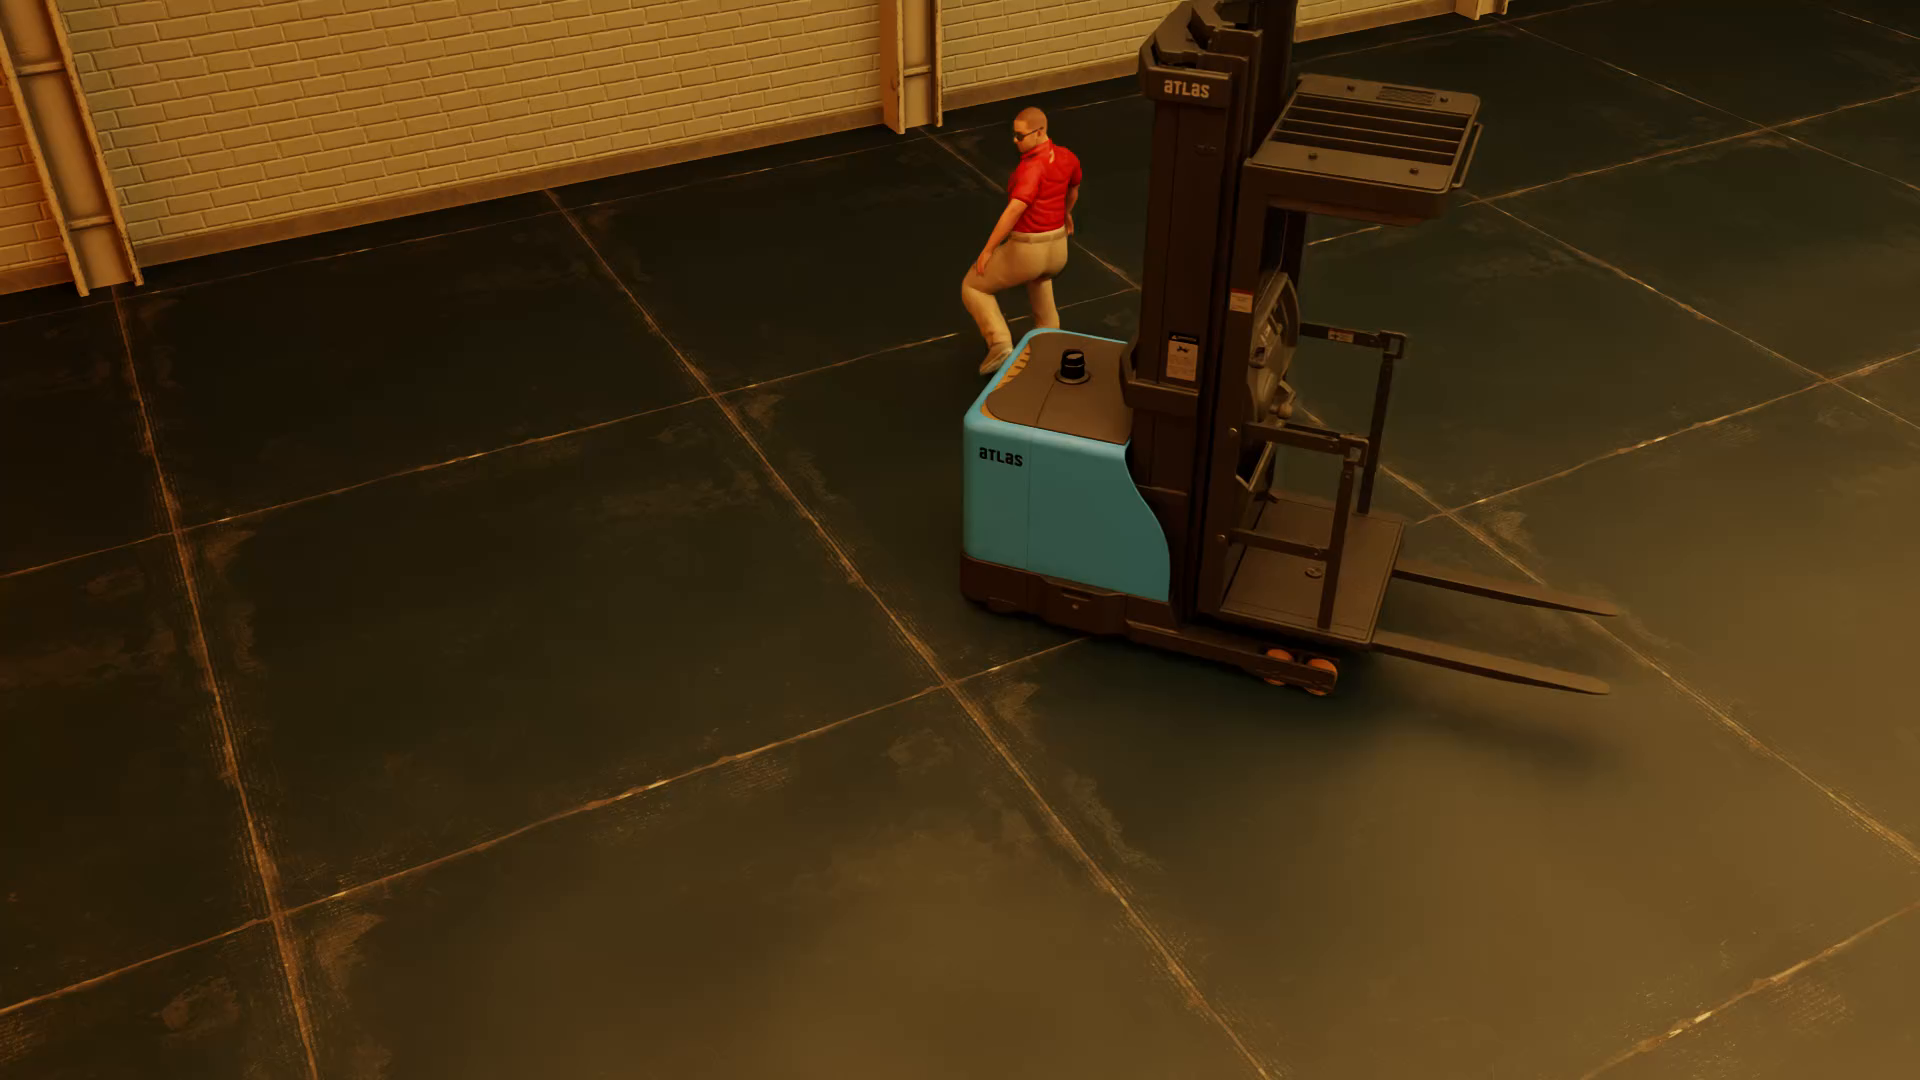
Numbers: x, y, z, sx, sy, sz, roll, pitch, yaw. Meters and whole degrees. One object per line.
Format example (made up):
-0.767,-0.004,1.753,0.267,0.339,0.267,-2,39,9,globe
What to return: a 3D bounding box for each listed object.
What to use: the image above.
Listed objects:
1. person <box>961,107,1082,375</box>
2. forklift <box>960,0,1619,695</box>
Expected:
0.403,-1.756,9.799,0.997,1.620,0.516,-27,43,-32,person
1.570,-0.833,7.302,3.031,2.935,1.130,13,37,17,forklift
